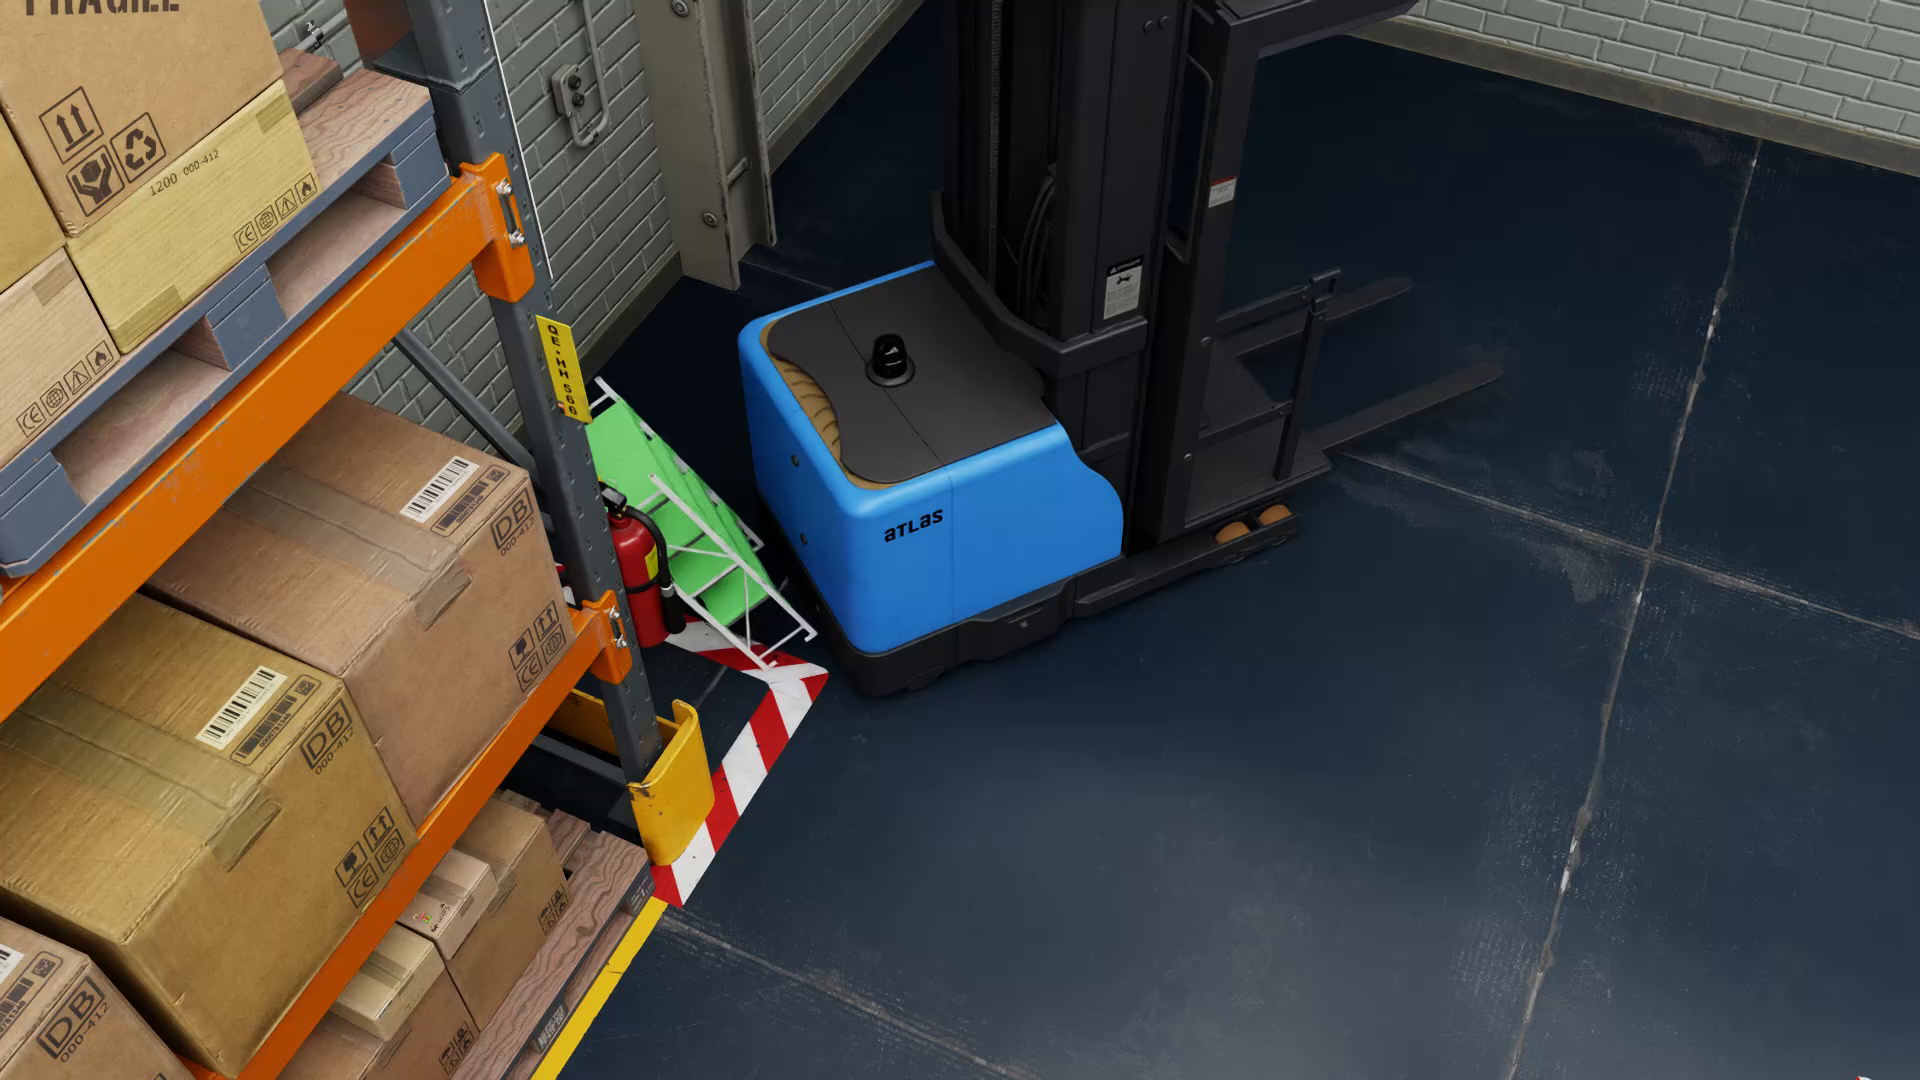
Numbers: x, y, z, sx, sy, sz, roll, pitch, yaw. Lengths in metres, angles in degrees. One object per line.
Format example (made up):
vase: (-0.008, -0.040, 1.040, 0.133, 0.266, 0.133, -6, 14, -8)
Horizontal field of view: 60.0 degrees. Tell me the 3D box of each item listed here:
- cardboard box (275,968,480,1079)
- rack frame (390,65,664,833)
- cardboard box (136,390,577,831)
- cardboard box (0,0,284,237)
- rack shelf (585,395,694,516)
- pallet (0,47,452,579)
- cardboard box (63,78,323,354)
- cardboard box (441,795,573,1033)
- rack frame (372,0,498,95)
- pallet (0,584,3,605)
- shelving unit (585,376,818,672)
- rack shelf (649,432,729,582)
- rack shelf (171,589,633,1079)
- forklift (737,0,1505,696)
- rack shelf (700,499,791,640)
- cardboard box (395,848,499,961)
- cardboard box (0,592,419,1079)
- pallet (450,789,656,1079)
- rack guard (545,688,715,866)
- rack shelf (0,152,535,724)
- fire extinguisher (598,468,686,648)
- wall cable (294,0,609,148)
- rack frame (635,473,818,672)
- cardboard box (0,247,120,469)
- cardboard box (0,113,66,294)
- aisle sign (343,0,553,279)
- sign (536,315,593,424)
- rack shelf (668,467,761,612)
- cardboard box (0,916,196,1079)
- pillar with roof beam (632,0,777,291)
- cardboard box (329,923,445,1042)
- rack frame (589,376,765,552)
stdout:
cardboard box: (-1.867, 1.390, 4.779, 0.700, 0.500, 0.500, 20, 52, 16)
rack frame: (-1.444, -0.144, 4.718, 1.000, 3.000, 0.127, 20, 52, 16)
cardboard box: (-1.653, 0.114, 4.302, 0.980, 0.700, 0.700, 22, 53, 18)
cardboard box: (-1.510, -0.886, 2.644, 0.500, 0.500, 0.500, 20, 52, 16)
rack shelf: (-1.095, -0.215, 5.449, 0.258, 0.148, 0.480, -36, 55, 1)
pallet: (-1.752, -0.573, 3.172, 1.003, 0.211, 1.213, 20, 52, 16)
cardboard box: (-1.517, -0.645, 2.932, 0.500, 0.250, 0.500, 21, 53, 17)
cardboard box: (-1.653, 1.045, 5.072, 0.700, 0.500, 0.500, 20, 52, 16)
rack frame: (-1.444, -2.088, 2.433, 1.000, 3.000, 0.127, 20, 52, 16)
pallet: (-2.272, 0.270, 2.454, 1.003, 0.211, 1.213, 20, 52, 16)
shelving unit: (-0.949, -0.025, 5.789, 0.258, 1.200, 0.503, -36, 55, 1)
rack shelf: (-1.011, -0.106, 5.645, 0.258, 0.148, 0.480, -36, 55, 1)
rack shelf: (-2.299, 1.467, 3.820, 1.077, 0.370, 4.000, 20, 52, 16)
forklift: (0.756, -1.197, 5.659, 3.031, 2.935, 1.130, -22, 53, -17)
rack shelf: (-0.842, 0.113, 6.037, 0.258, 0.148, 0.480, -36, 55, 1)
cardboard box: (-1.543, 0.982, 4.699, 0.380, 0.149, 0.250, 19, 52, 16)
cardboard box: (-1.954, 0.618, 3.873, 0.980, 0.700, 0.700, 19, 52, 16)
pallet: (-1.715, 1.336, 5.290, 1.003, 0.211, 1.213, 20, 52, 16)
rack guard: (-1.434, 0.650, 5.684, 1.175, 0.500, 0.348, 20, 52, 16)
rack shelf: (-2.299, 0.495, 2.677, 1.077, 0.370, 4.000, 20, 52, 16)
fire extinguisher: (-0.962, 0.049, 4.850, 0.296, 0.674, 0.183, 20, 52, 16)
wall cable: (-1.752, -1.662, 5.343, 0.084, 1.984, 1.851, 20, 52, 16)
rack frame: (-0.834, 0.138, 5.648, 0.240, 1.200, 0.015, -36, 55, 1)
cardboard box: (-1.738, -0.286, 2.627, 0.500, 0.250, 0.500, 18, 52, 15)
cardboard box: (-1.734, -0.545, 2.354, 0.500, 0.500, 0.500, 21, 53, 17)
aisle sign: (-1.142, -0.938, 3.687, 0.394, 0.787, 0.004, 20, 52, 16)
sign: (-0.959, -0.409, 4.028, 0.100, 0.325, 0.005, 20, 52, 16)
rack shelf: (-0.926, 0.004, 5.841, 0.258, 0.148, 0.480, -36, 55, 1)
cardboard box: (-2.288, 1.140, 3.428, 0.980, 0.700, 0.700, 18, 52, 14)
pillar with roof beam: (2.820, -2.828, 3.063, 9.100, 9.000, 0.400, 20, 52, 16)
cardboard box: (-1.651, 1.159, 4.549, 0.380, 0.149, 0.250, 21, 53, 17)
rack frame: (-1.063, -0.189, 5.929, 0.240, 1.200, 0.015, -36, 55, 1)
